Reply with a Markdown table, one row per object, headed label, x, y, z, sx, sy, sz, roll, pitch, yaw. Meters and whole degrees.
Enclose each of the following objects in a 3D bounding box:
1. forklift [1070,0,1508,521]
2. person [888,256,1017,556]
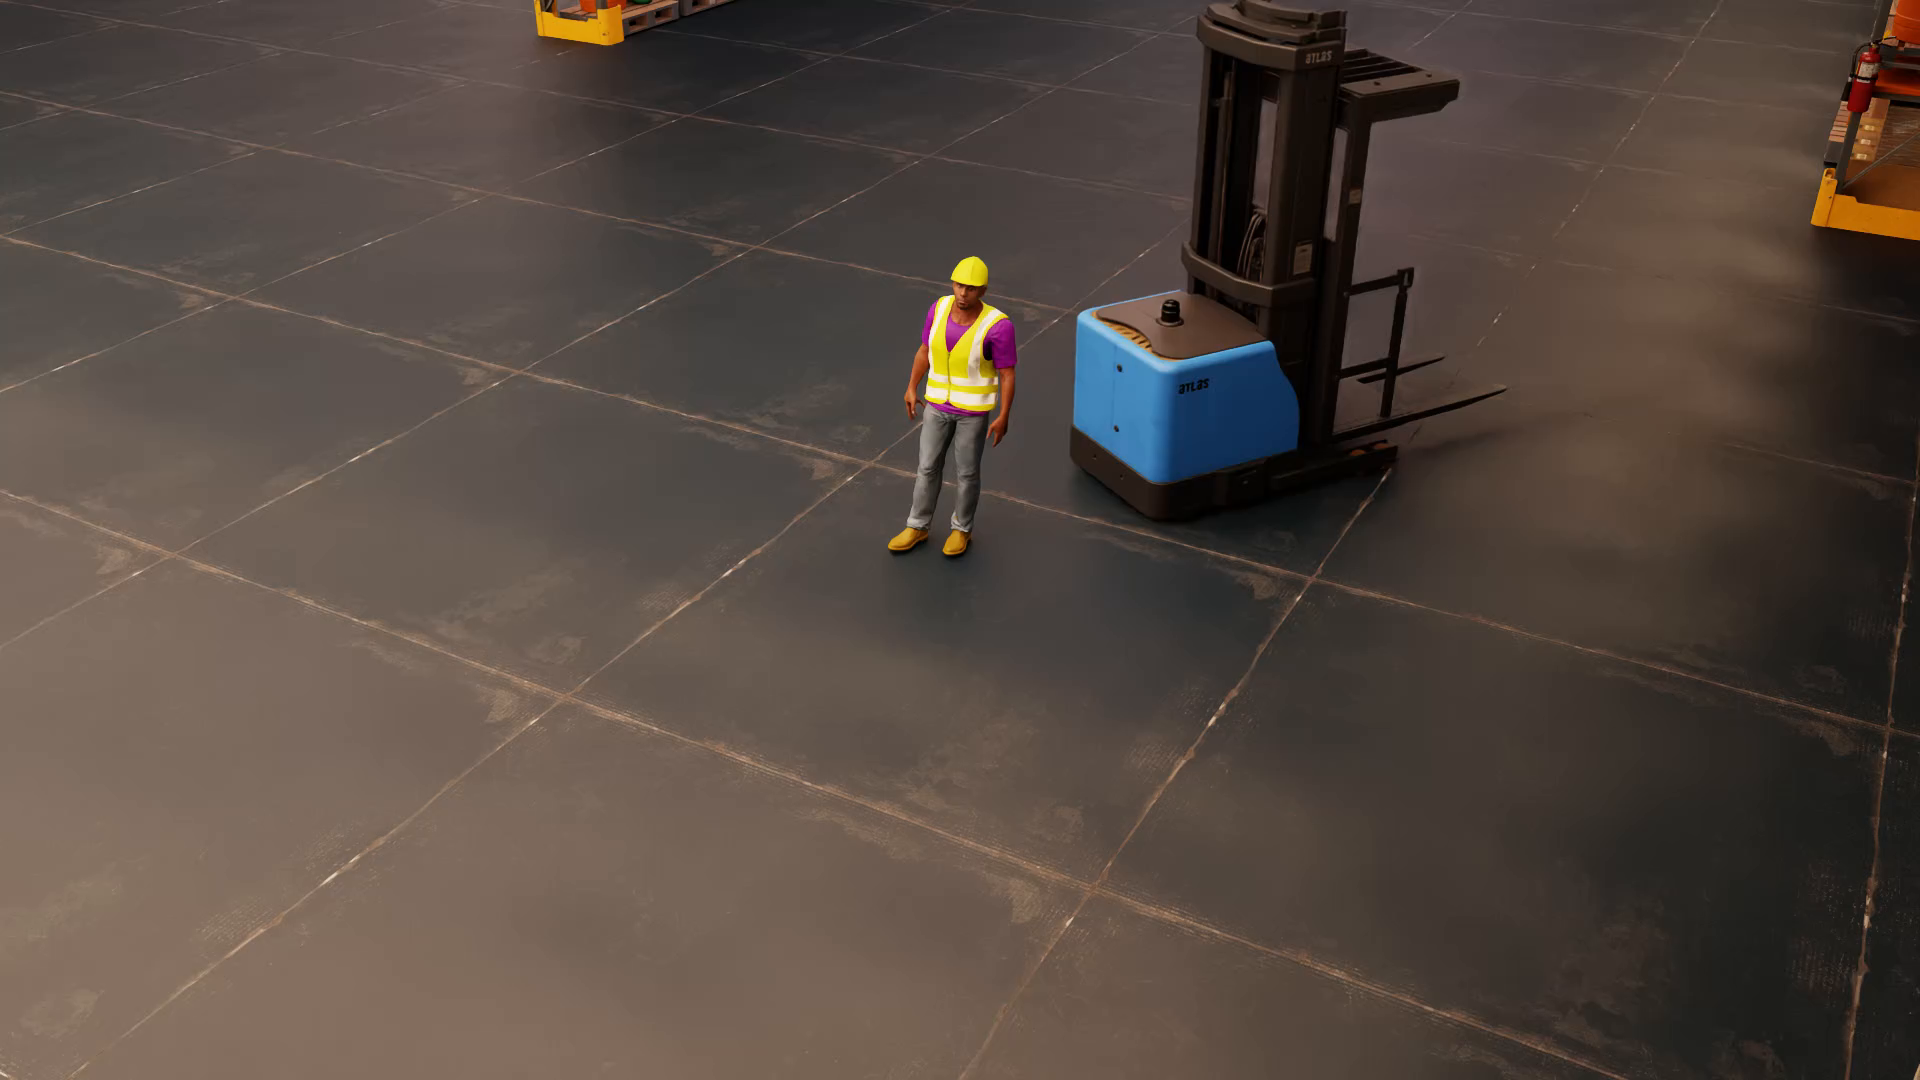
| label | x | y | z | sx | sy | sz | roll | pitch | yaw |
| --- | --- | --- | --- | --- | --- | --- | --- | --- | --- |
| forklift | 2.256 | -1.903 | 10.369 | 3.031 | 2.935 | 1.130 | -15 | 33 | -24 |
| person | -0.039 | -0.741 | 9.506 | 0.665 | 1.769 | 0.574 | 15 | 33 | 25 |
